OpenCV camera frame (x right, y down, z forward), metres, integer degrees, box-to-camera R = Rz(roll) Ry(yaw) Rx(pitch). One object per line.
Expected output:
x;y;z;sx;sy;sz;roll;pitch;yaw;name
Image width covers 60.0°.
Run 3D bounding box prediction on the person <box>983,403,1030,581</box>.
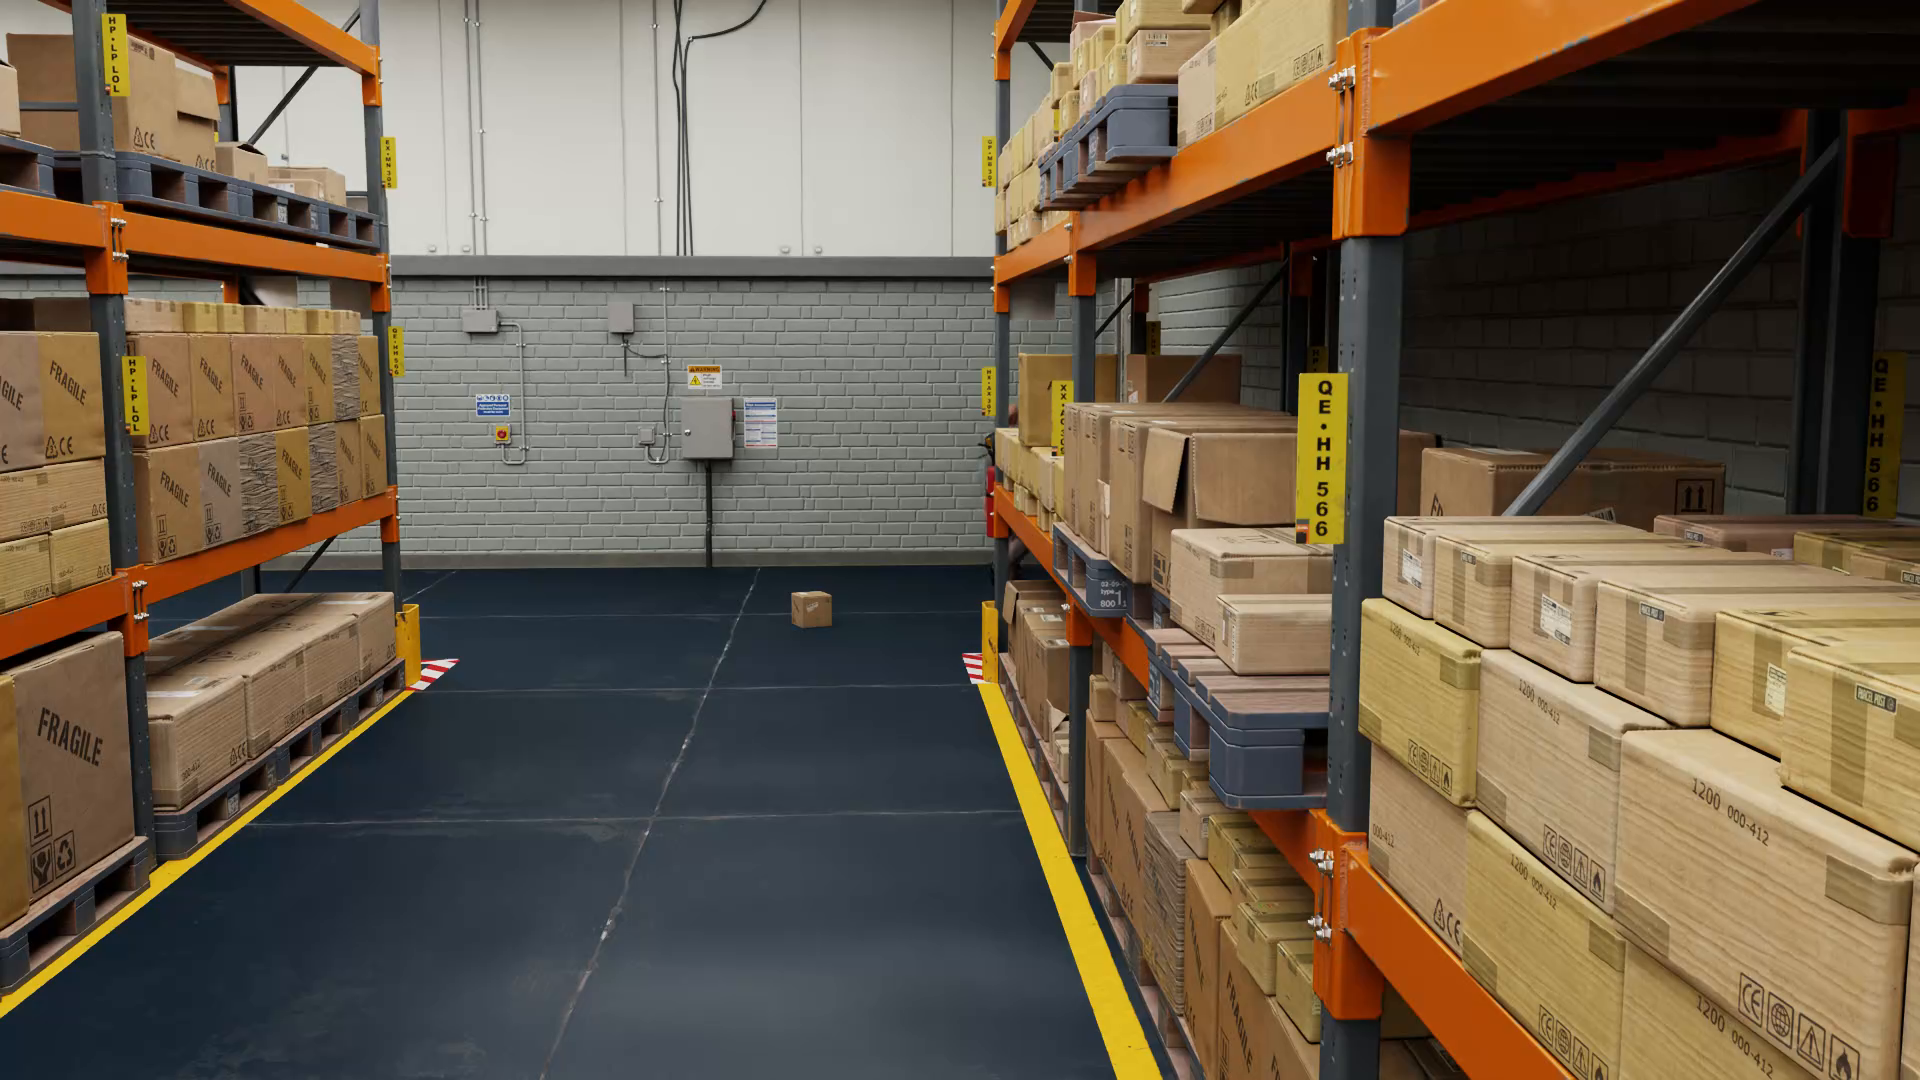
0.452;-0.369;14.882;0.543;1.701;0.763;5;9;38;person
